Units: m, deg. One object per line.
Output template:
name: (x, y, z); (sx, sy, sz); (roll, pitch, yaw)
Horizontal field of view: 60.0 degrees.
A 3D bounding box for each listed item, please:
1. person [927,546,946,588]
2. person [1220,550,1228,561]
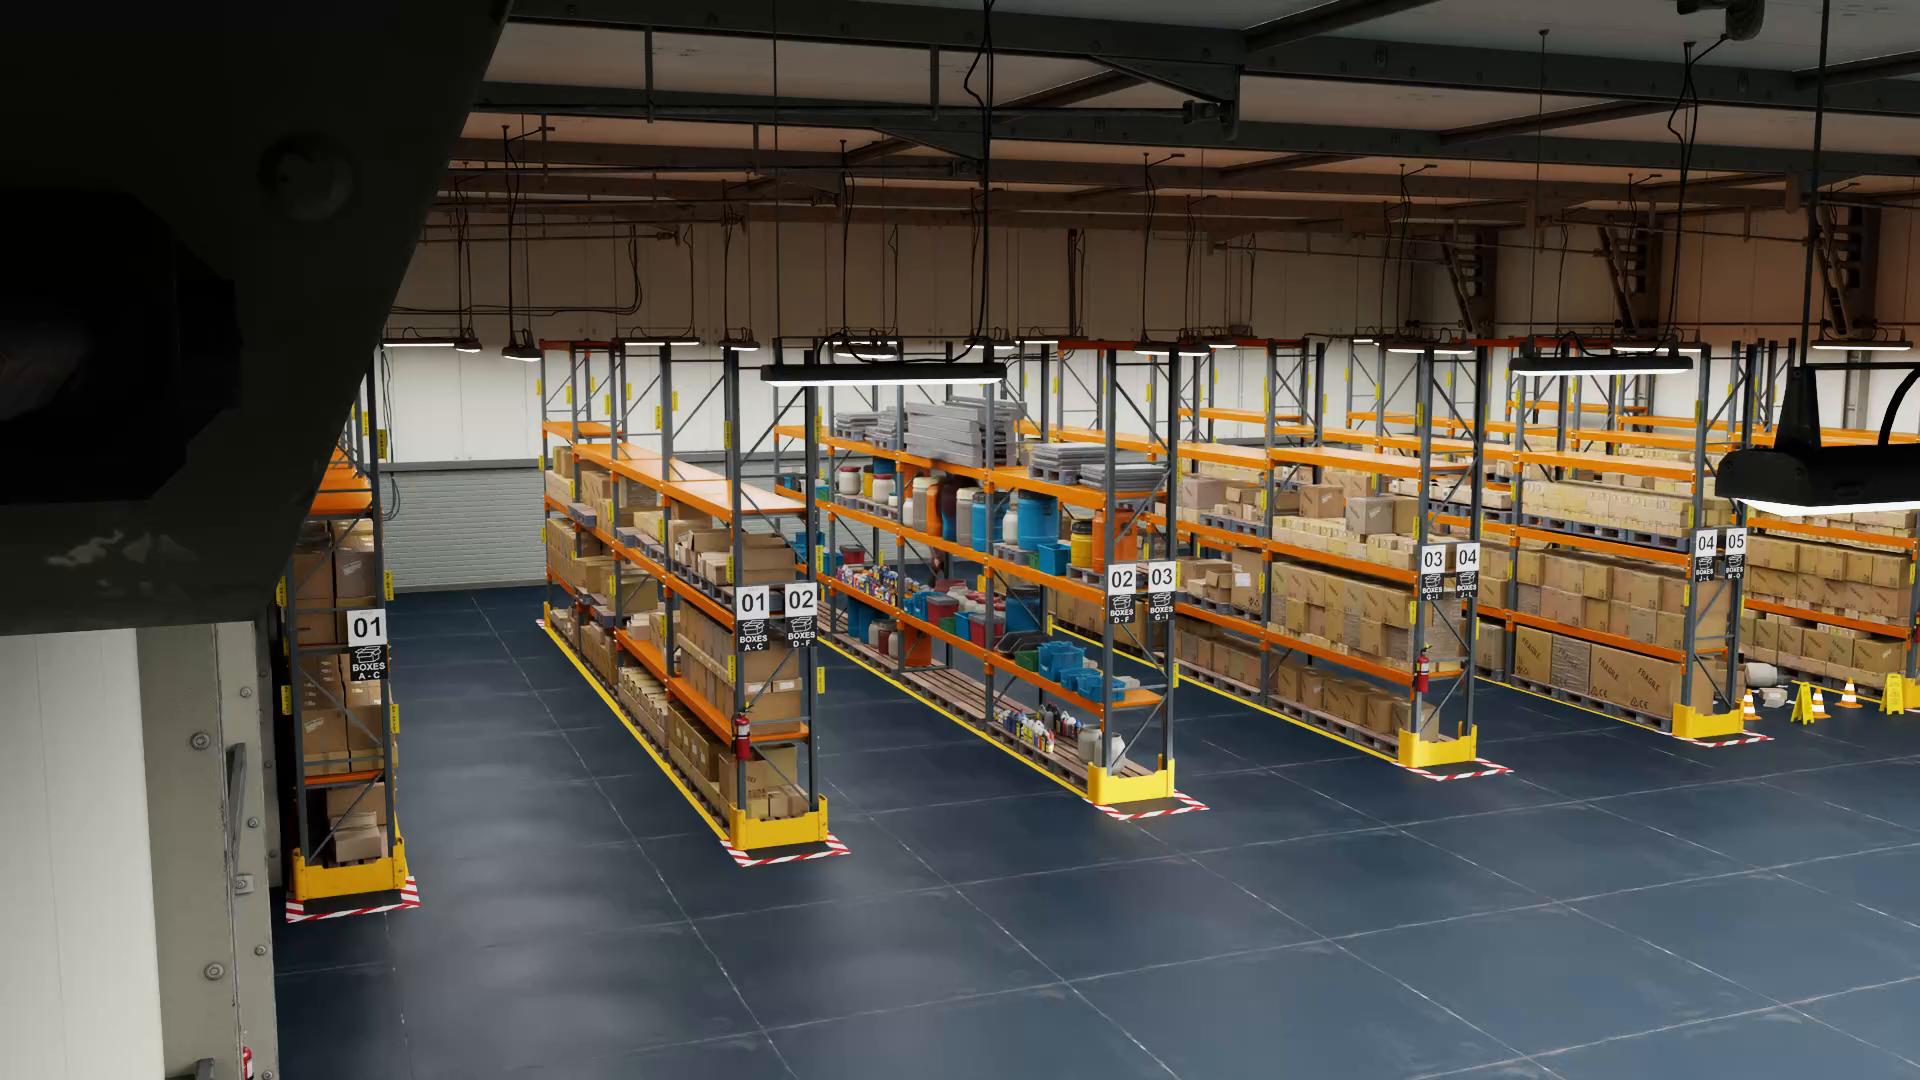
person: (-0.417, 0.457, 38.476); (0.919, 1.773, 0.656); (7, 10, 43)
person: (7.055, -0.242, 43.883); (0.585, 1.708, 0.533); (-3, 8, -25)
